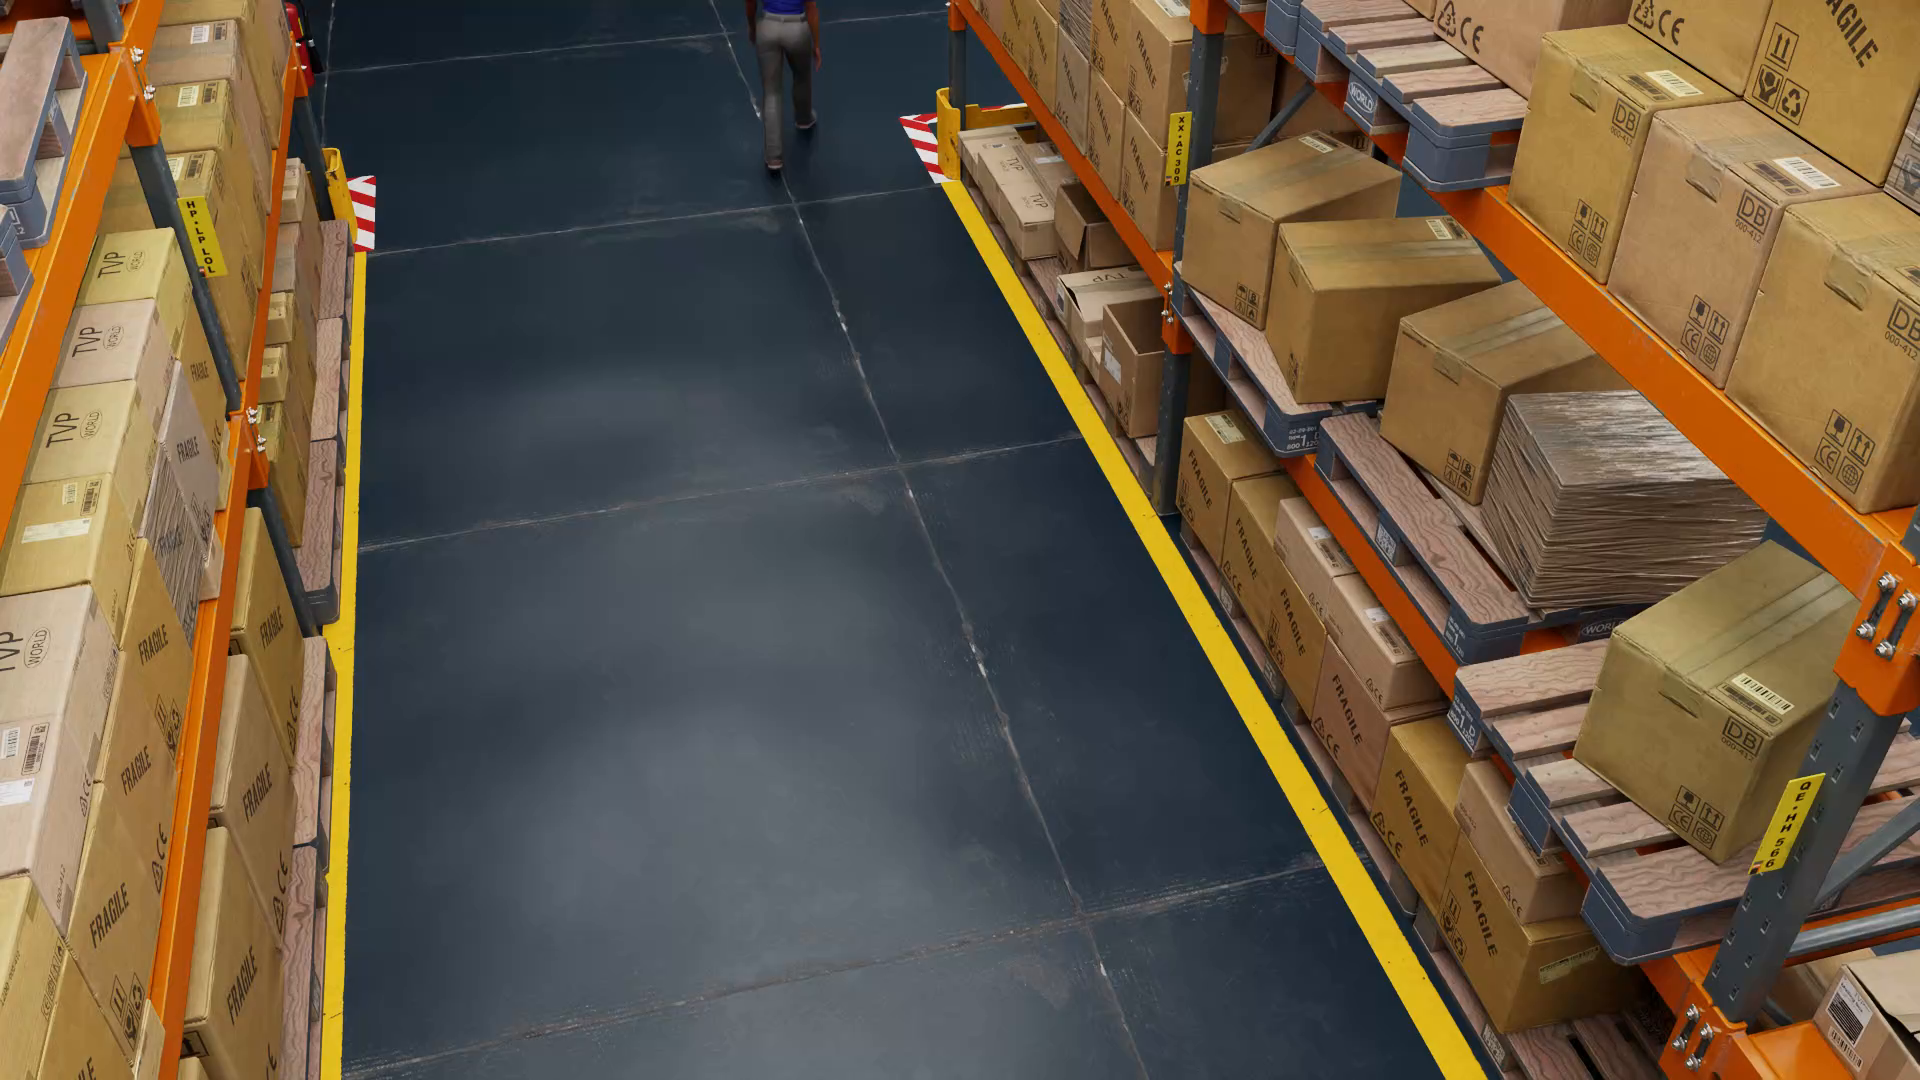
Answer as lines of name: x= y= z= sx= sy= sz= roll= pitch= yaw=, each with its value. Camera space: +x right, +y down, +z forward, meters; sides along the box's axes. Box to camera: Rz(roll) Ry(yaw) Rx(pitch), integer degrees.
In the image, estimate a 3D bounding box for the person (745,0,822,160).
person: x=-1.151 y=-3.320 z=10.845 sx=0.501 sy=1.546 sz=0.808 roll=0 pitch=38 yaw=0
